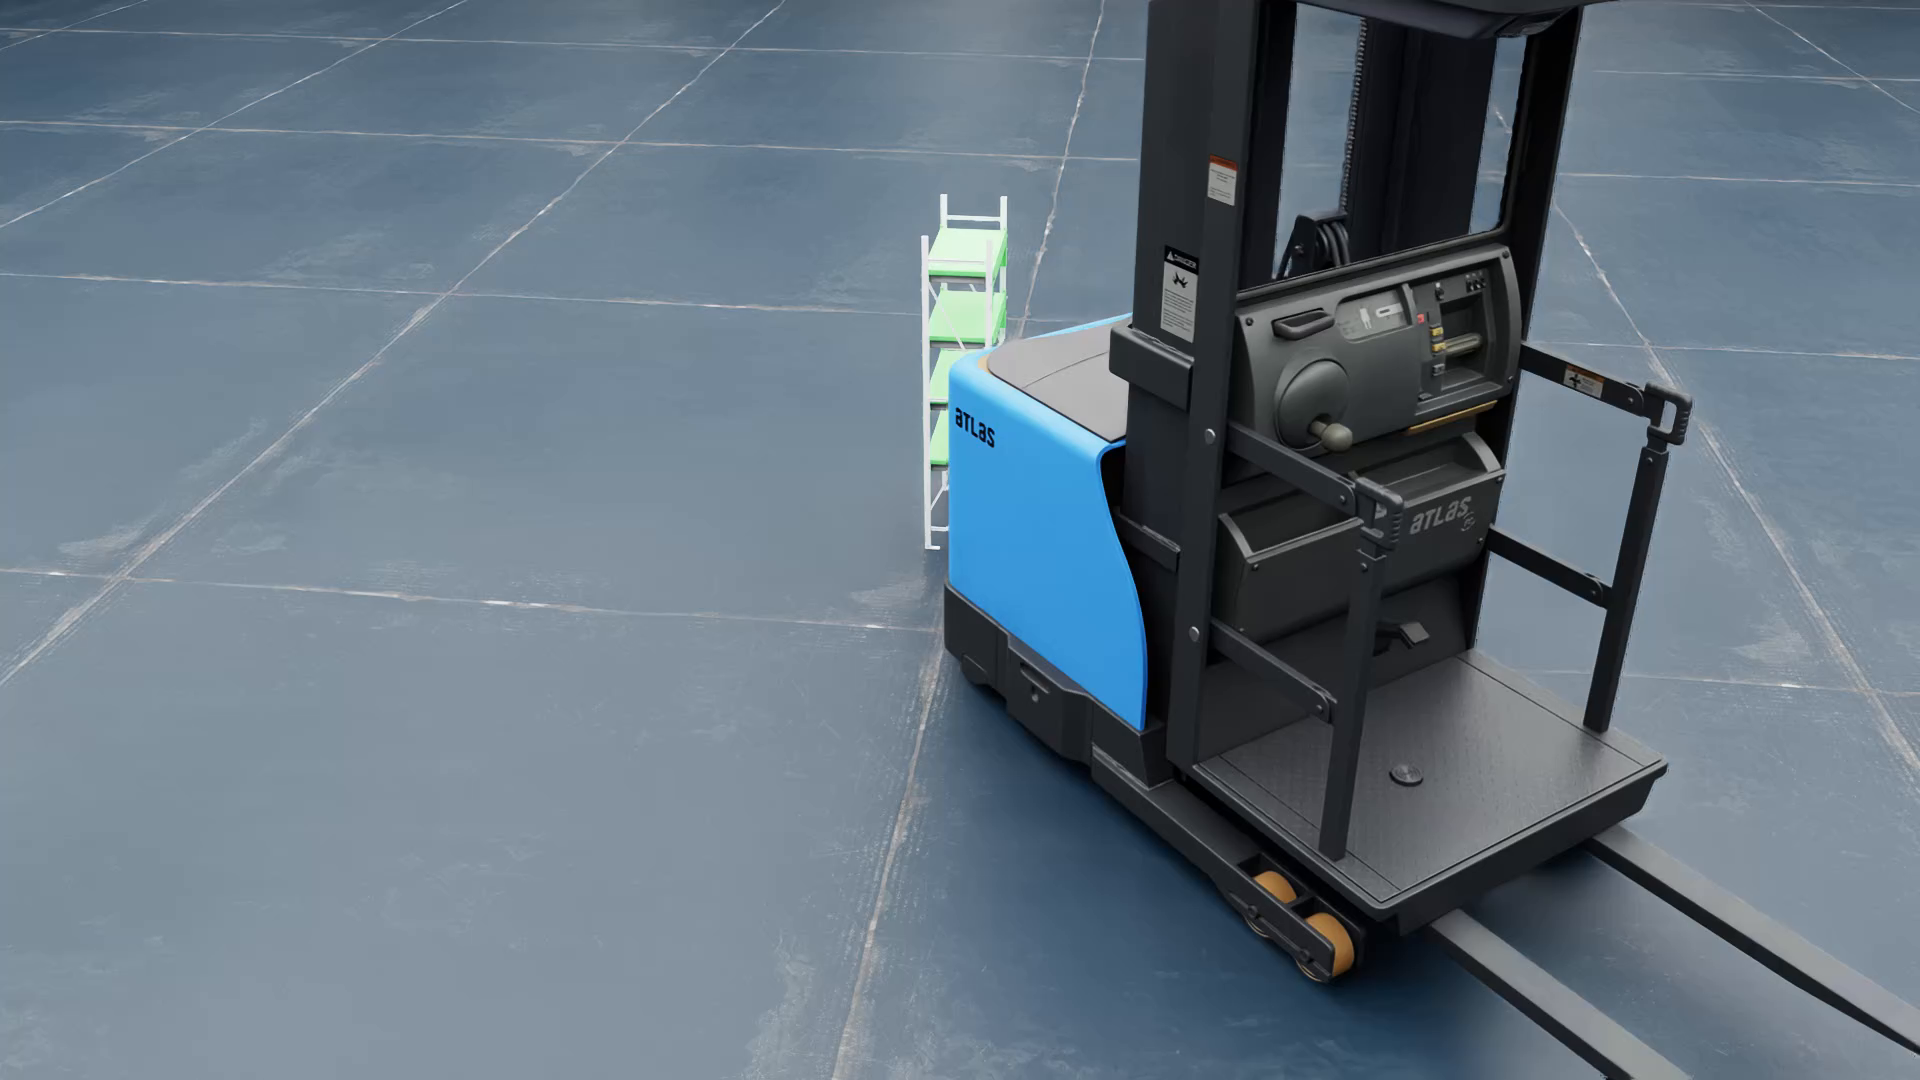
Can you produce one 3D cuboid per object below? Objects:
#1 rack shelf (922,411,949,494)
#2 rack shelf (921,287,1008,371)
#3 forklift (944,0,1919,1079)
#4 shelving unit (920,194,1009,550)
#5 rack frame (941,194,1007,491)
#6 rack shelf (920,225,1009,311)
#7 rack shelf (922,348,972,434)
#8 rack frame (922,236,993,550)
[{"bbox_3d":[0.020,-0.339,6.254,0.258,0.148,0.480,3,28,6],"label":"rack shelf"},{"bbox_3d":[0.020,-0.761,6.027,0.258,0.148,0.480,3,28,6],"label":"rack shelf"},{"bbox_3d":[1.175,-0.438,3.973,1.130,2.935,3.031,-17,33,-29],"label":"forklift"},{"bbox_3d":[0.020,-0.606,6.110,0.258,1.200,0.503,3,28,6],"label":"shelving unit"},{"bbox_3d":[0.050,-0.721,6.323,0.240,1.200,0.015,3,28,6],"label":"rack frame"},{"bbox_3d":[0.020,-0.972,5.913,0.258,0.148,0.480,3,28,6],"label":"rack shelf"},{"bbox_3d":[0.020,-0.550,6.140,0.258,0.148,0.480,3,28,6],"label":"rack shelf"},{"bbox_3d":[-0.010,-0.491,5.897,0.240,1.200,0.015,3,28,6],"label":"rack frame"}]
